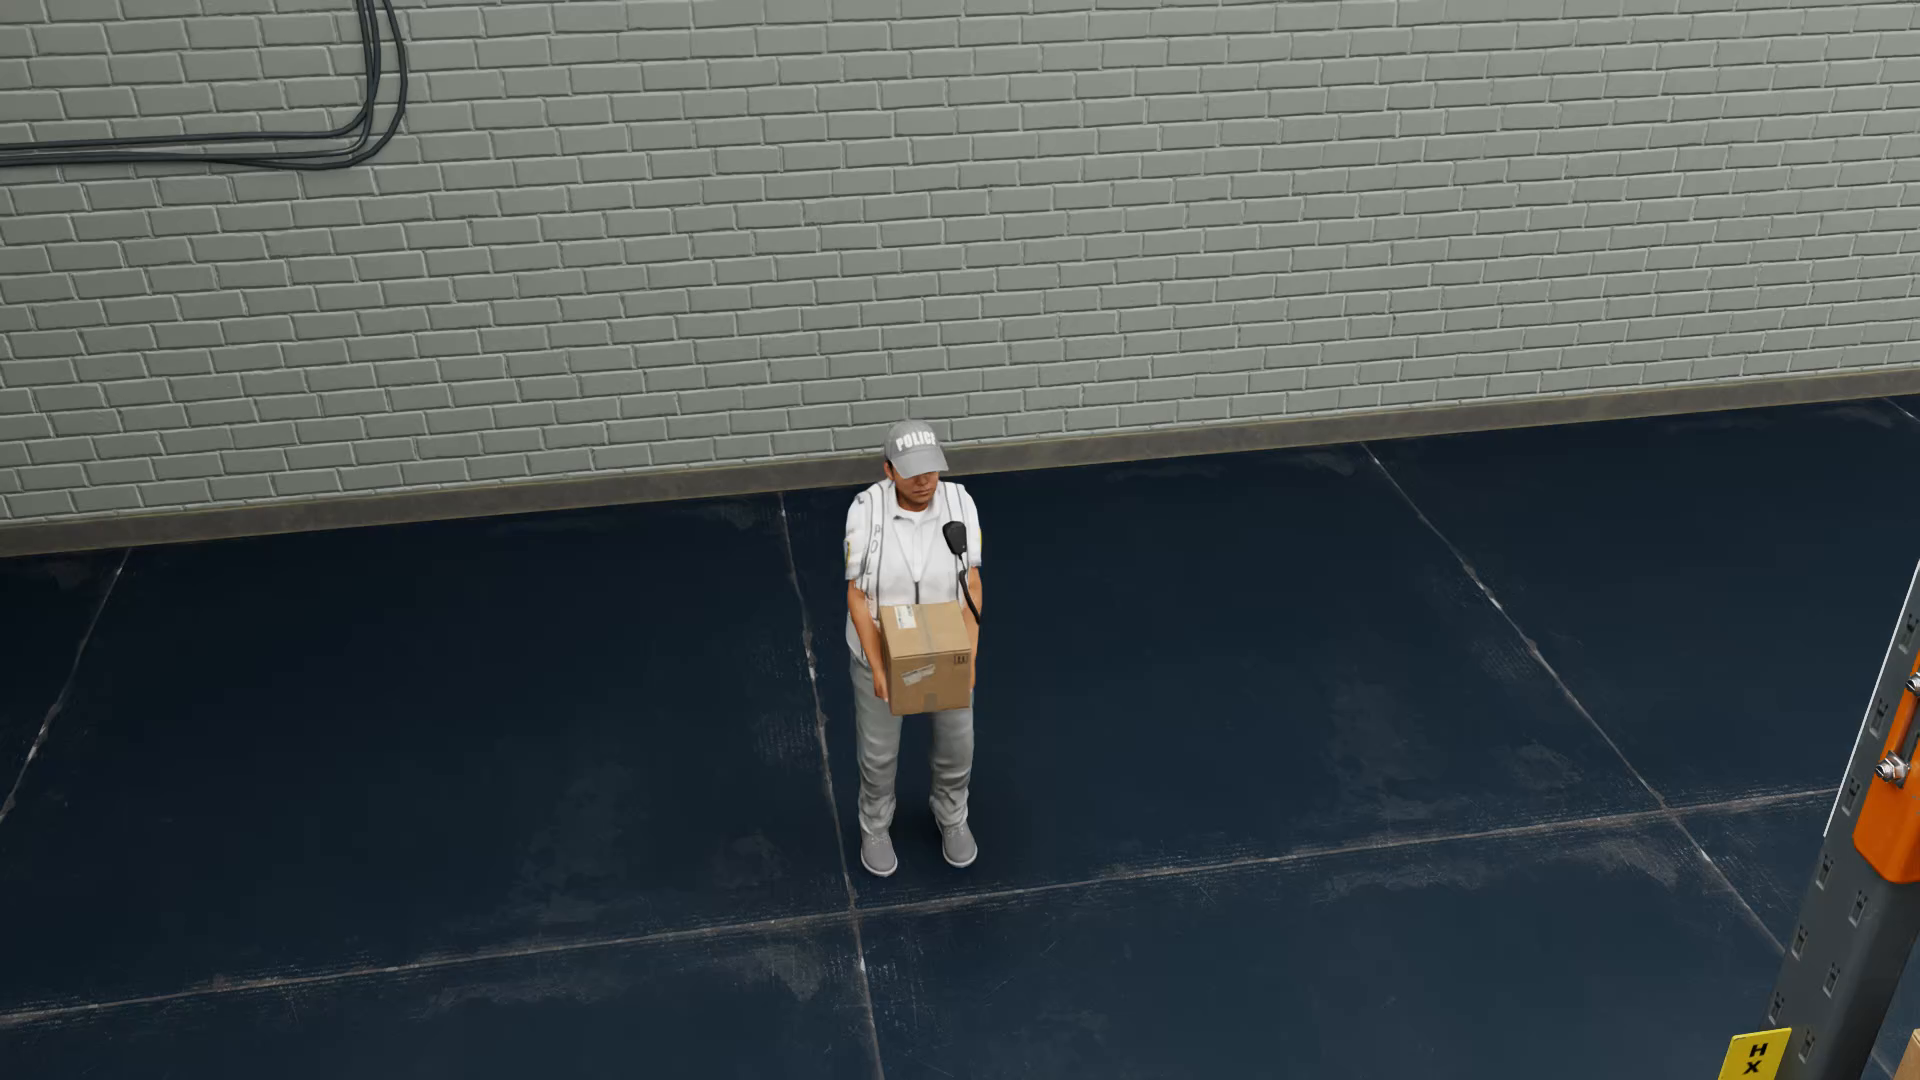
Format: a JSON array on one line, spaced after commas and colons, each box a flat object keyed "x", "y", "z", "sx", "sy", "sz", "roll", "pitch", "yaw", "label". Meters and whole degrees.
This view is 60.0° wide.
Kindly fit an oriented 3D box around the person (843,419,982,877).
[{"x": -0.138, "y": 0.399, "z": 5.471, "sx": 0.452, "sy": 1.662, "sz": 0.539, "roll": -5, "pitch": 31, "yaw": -9, "label": "person"}]
